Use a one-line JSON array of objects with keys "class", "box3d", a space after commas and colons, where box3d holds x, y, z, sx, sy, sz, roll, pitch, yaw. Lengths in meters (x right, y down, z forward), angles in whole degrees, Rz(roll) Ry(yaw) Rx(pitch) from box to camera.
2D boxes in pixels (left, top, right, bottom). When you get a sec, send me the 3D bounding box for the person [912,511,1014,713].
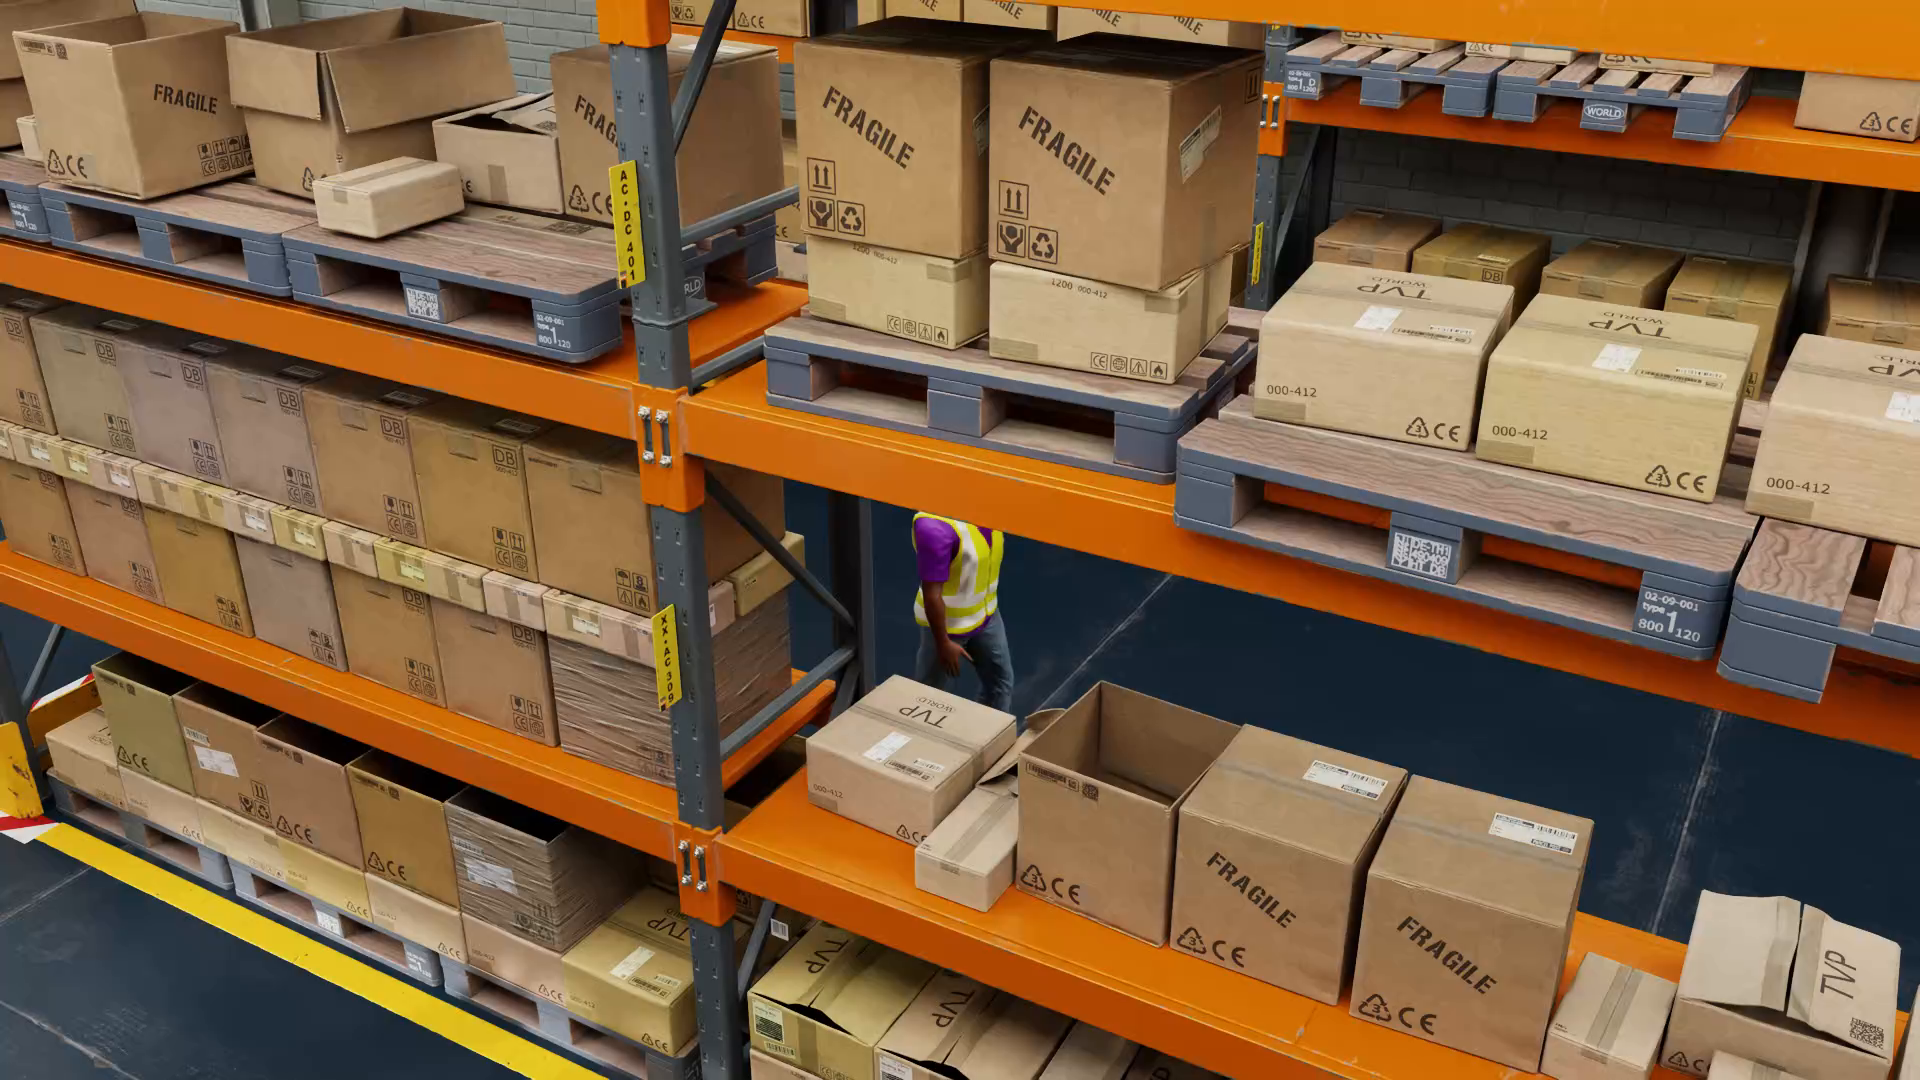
[{"class": "person", "box3d": [0.001, 0.351, 7.475, 0.644, 1.758, 0.622, 14, 30, 26]}]
